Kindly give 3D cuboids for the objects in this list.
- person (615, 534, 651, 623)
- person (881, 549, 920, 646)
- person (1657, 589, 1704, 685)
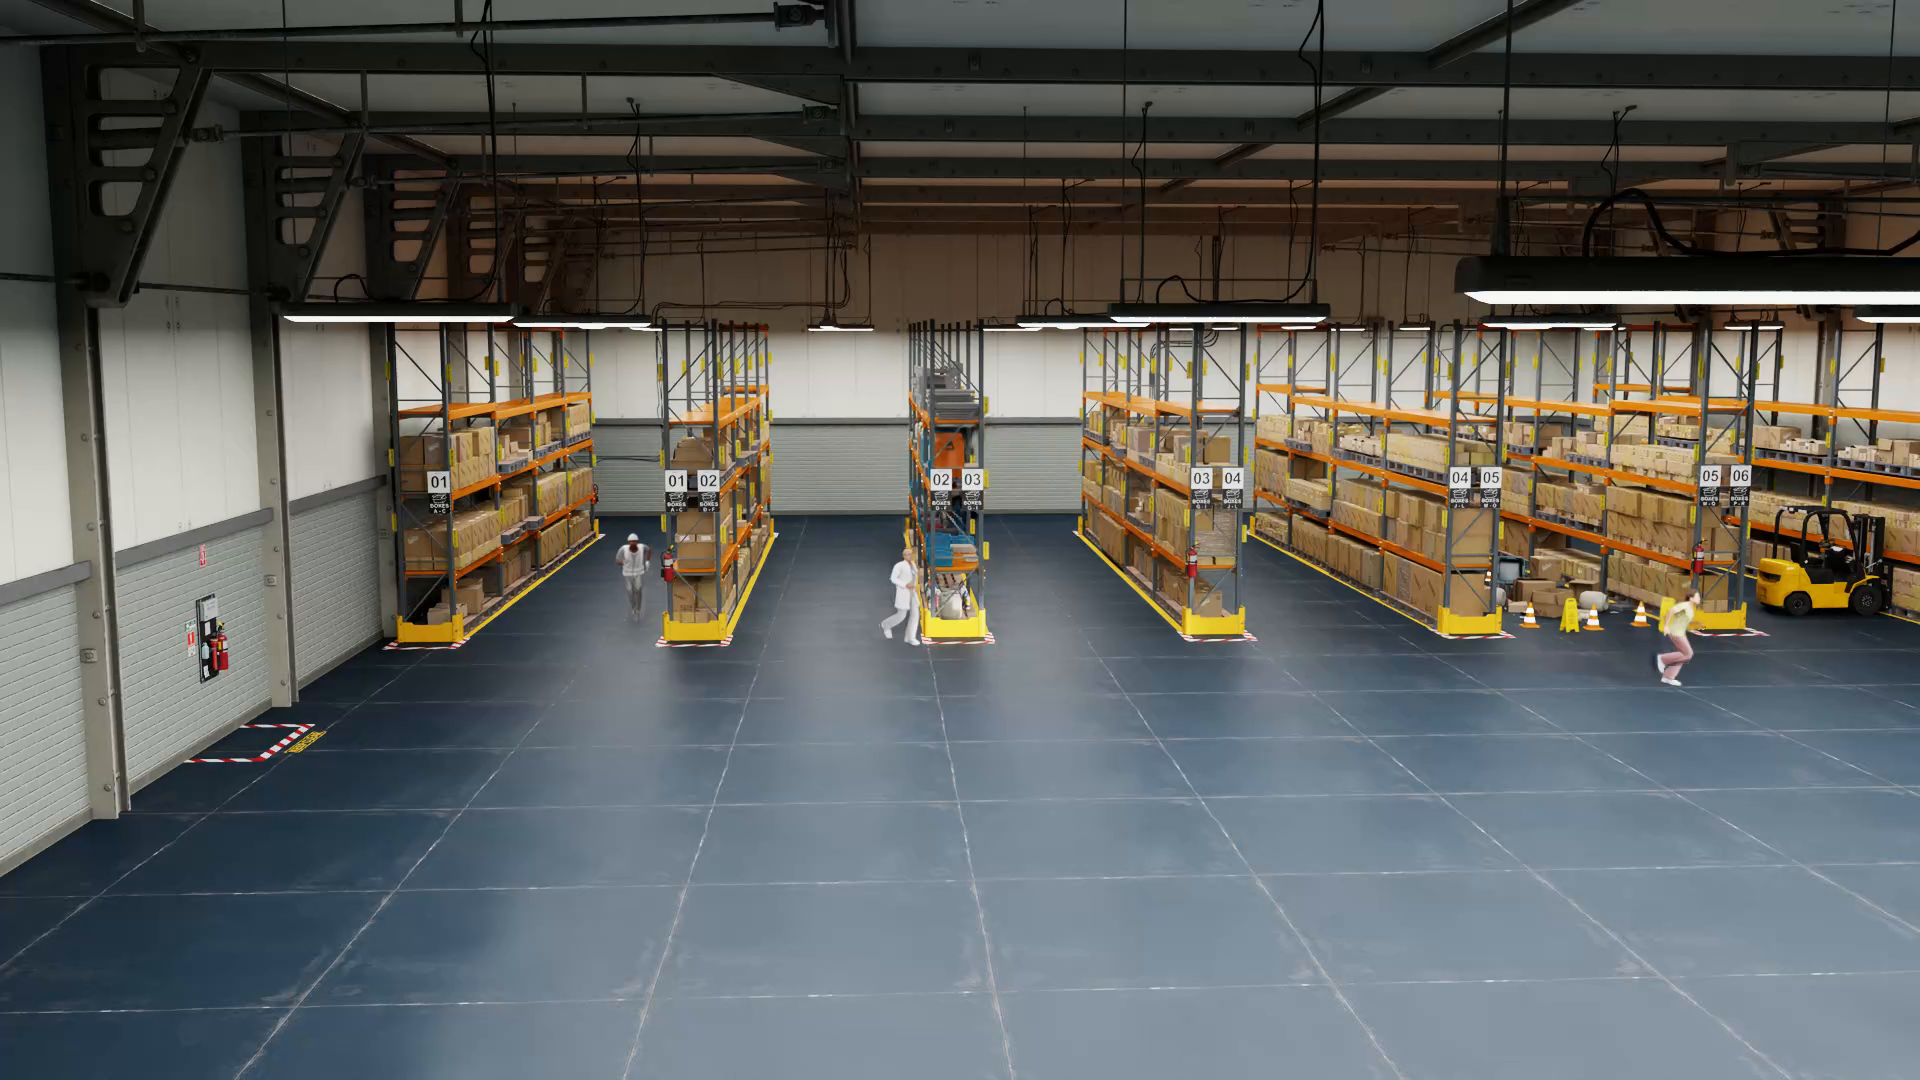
[{"bbox_3d":[-6.567,0.736,33.462,0.673,1.786,0.975,-1,7,-6],"label":"person"},{"bbox_3d":[-1.033,1.037,30.972,0.924,1.773,0.730,6,10,42],"label":"person"},{"bbox_3d":[11.816,1.586,27.266,0.674,1.597,0.571,5,8,33],"label":"person"}]
